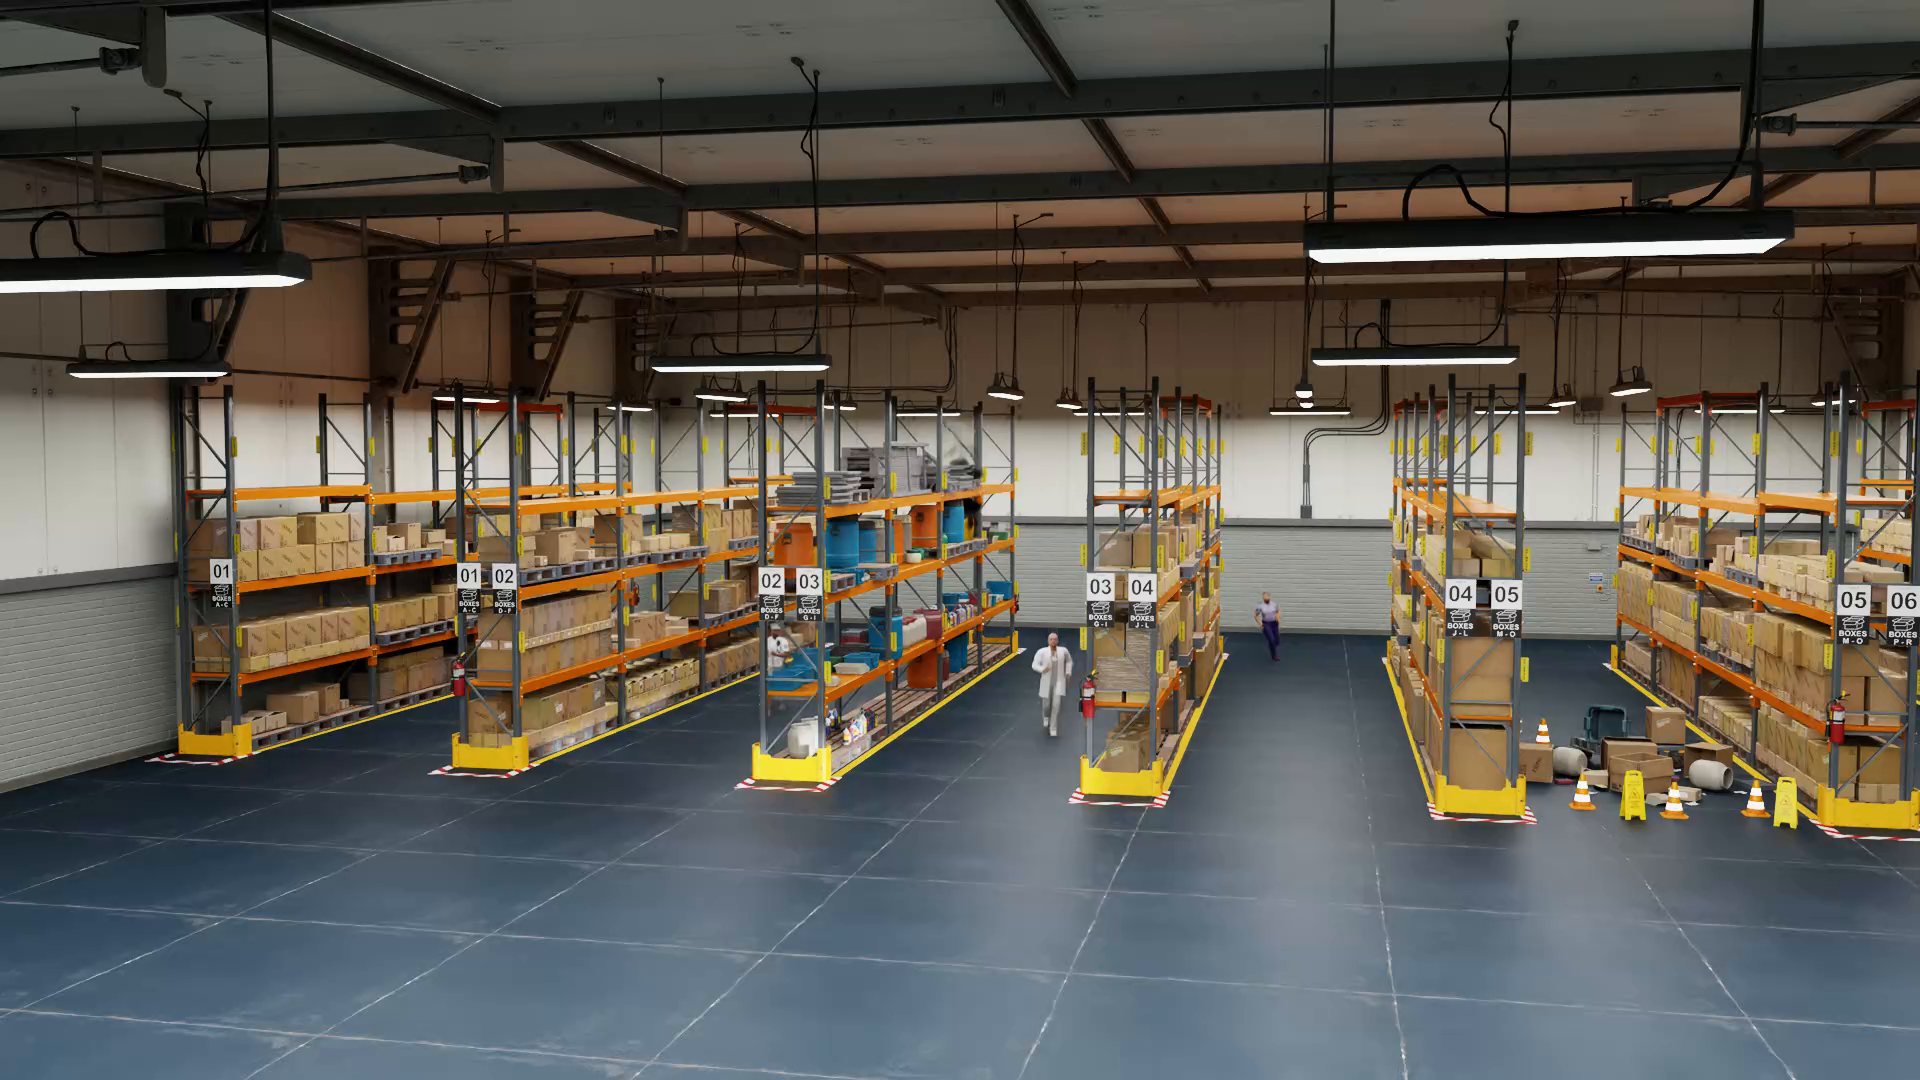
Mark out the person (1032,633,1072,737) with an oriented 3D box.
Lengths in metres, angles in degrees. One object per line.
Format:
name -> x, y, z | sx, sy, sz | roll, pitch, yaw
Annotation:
person -> 1.607, 2.493, 28.946 | 0.710, 1.753, 0.901 | 0, 3, -1

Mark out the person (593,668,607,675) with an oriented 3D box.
person -> -7.810, 2.205, 35.859 | 0.538, 1.568, 0.736 | 0, 3, 5

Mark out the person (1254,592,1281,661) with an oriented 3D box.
person -> 7.240, 2.025, 39.061 | 0.655, 1.584, 0.622 | 0, 3, -7

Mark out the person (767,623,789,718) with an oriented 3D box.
person -> -3.454, 2.405, 31.102 | 0.557, 1.738, 0.818 | 0, 3, 6
